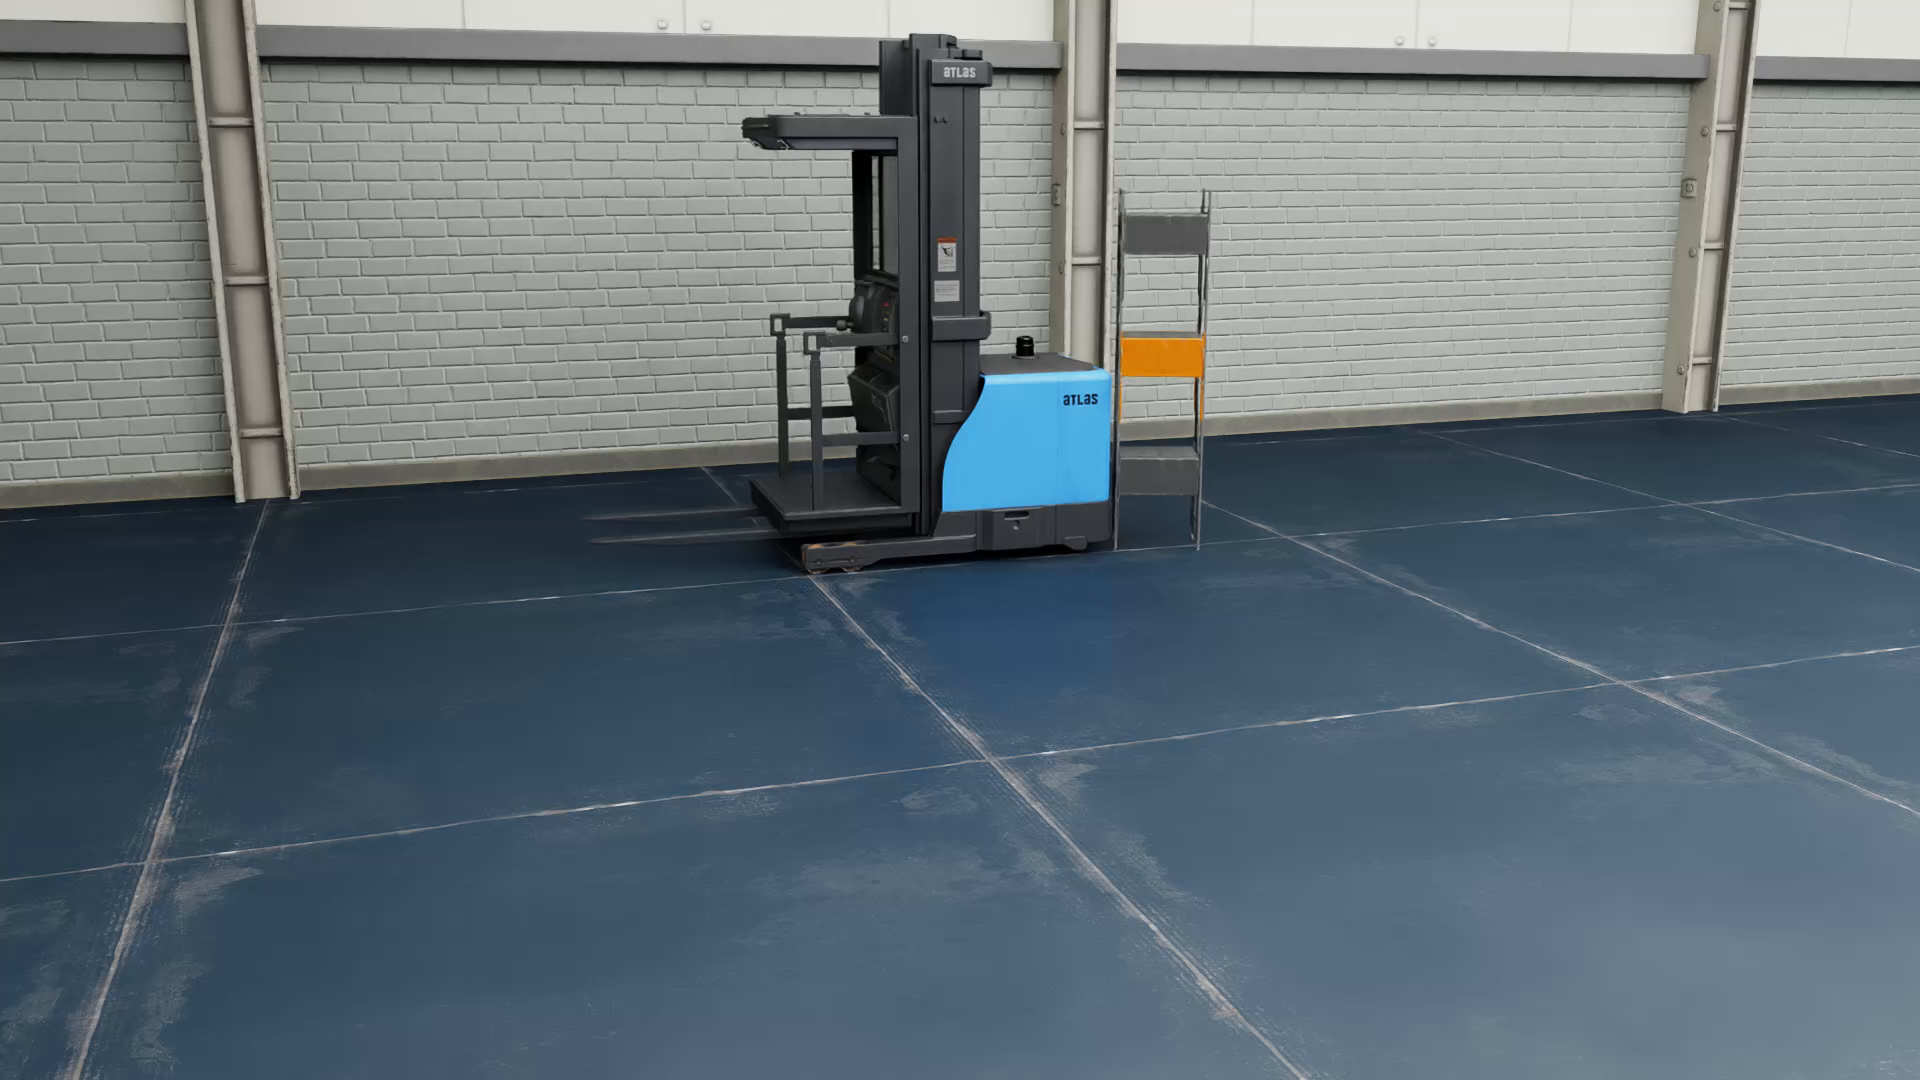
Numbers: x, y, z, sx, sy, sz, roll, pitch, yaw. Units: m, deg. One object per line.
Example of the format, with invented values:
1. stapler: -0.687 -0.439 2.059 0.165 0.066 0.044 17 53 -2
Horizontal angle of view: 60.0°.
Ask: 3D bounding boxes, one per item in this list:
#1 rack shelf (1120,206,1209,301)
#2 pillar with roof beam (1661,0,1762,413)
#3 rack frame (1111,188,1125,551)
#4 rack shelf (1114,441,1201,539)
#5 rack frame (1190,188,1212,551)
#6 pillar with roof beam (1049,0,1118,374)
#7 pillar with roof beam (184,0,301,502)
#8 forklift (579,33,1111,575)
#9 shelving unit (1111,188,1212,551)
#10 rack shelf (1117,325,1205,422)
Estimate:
1. rack shelf: 1.177 -1.670 9.658 0.480 0.518 0.431 1 13 2
2. pillar with roof beam: 8.002 -4.621 10.123 0.400 9.000 9.100 -4 14 -18
3. rack frame: 0.933 -1.005 9.826 0.015 2.100 0.400 1 13 2
4. rack shelf: 1.176 -0.308 9.982 0.480 0.518 0.431 1 13 2
5. rack frame: 1.420 -1.000 9.808 0.015 2.100 0.400 1 13 2
6. pillar with roof beam: 2.316 -4.178 8.261 0.400 9.000 9.100 -4 14 -18
7. pillar with roof beam: -3.371 -3.735 6.399 0.400 9.000 9.100 -4 14 -18
8. forklift: -0.681 -1.368 9.561 3.031 2.935 1.130 -4 14 -16
9. shelving unit: 1.177 -1.002 9.817 0.503 2.100 0.431 1 13 2
10. rack shelf: 1.177 -0.989 9.820 0.480 0.518 0.431 1 13 2
